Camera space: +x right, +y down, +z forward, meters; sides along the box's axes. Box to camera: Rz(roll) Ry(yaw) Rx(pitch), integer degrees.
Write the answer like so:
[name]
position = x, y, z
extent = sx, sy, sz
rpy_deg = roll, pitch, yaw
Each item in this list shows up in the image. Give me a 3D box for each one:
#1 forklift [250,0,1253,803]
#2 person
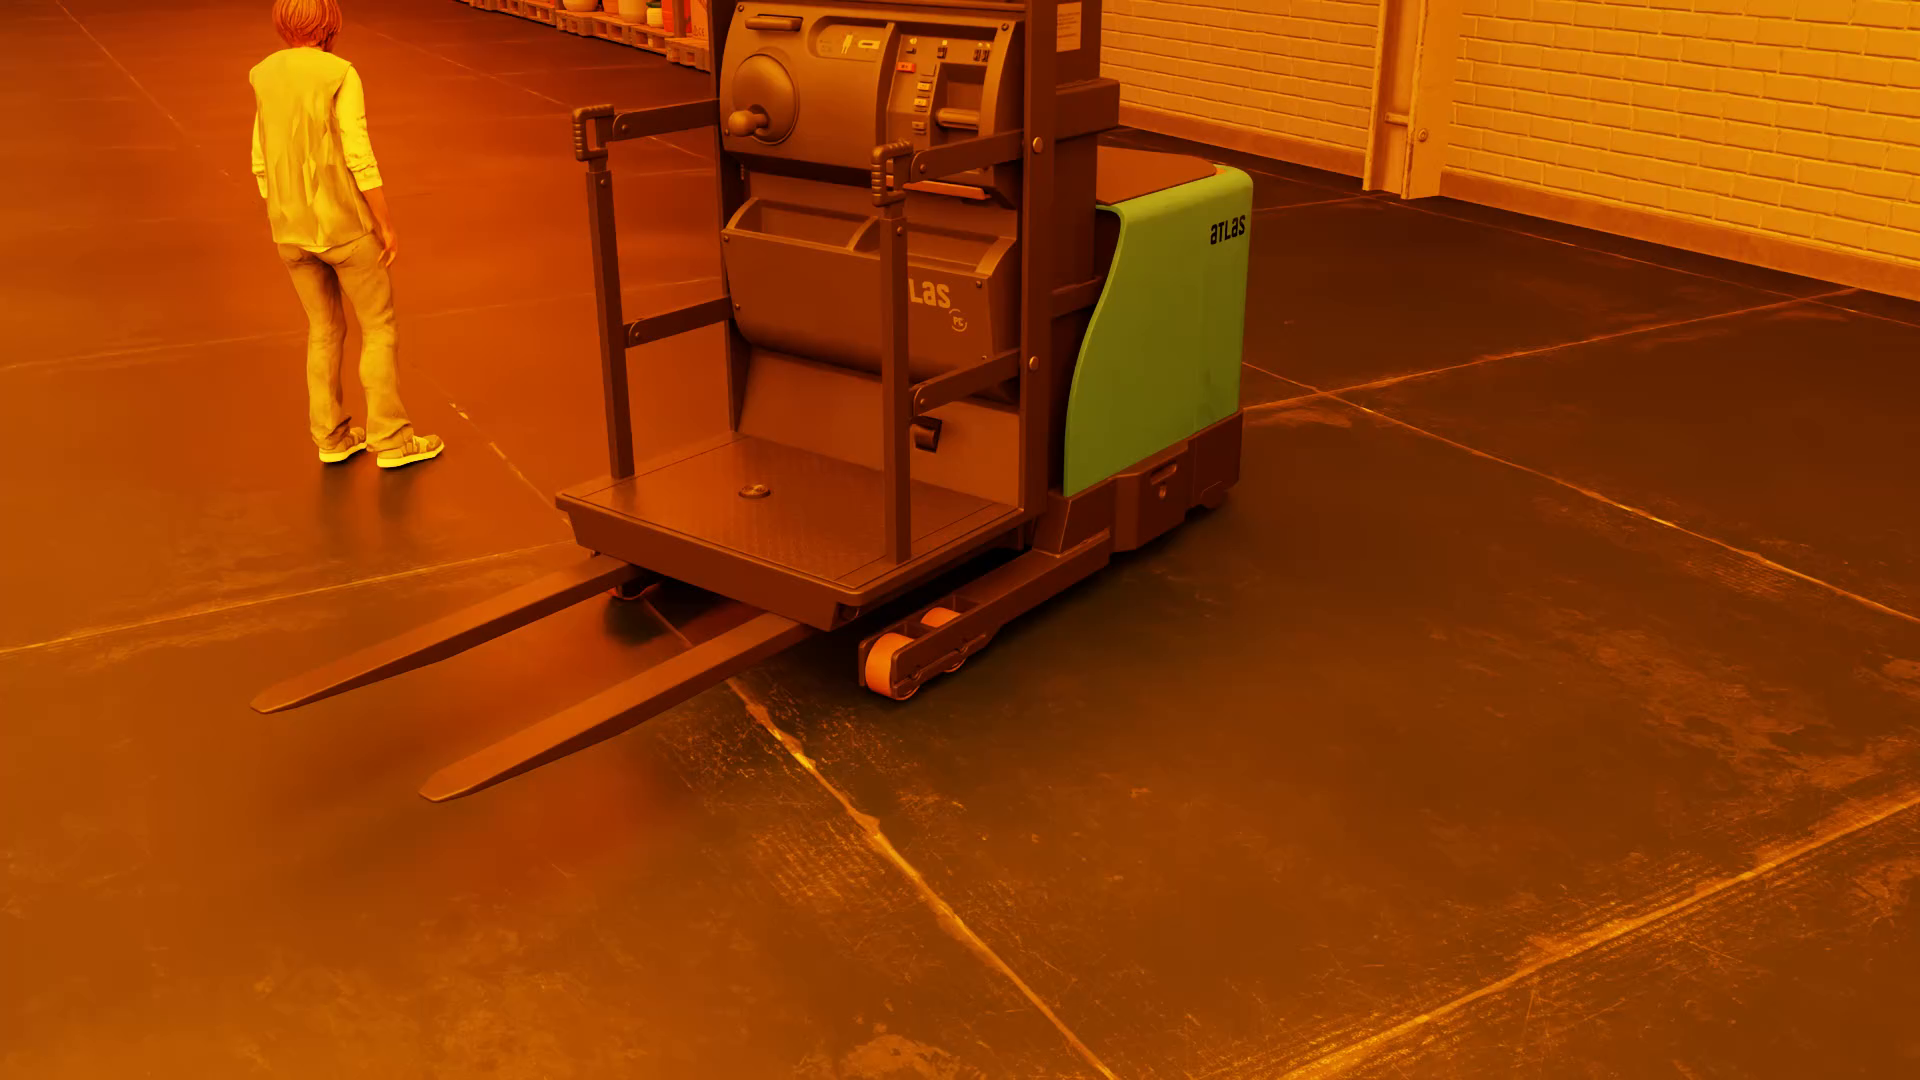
[forklift]
position = -0.383, -1.166, 4.115
extent = 1.130, 2.935, 3.031
rpy_deg = 16, 27, 34
[person]
position = -2.085, -1.018, 5.523
extent = 0.470, 1.590, 0.349
rpy_deg = 6, 23, 15
